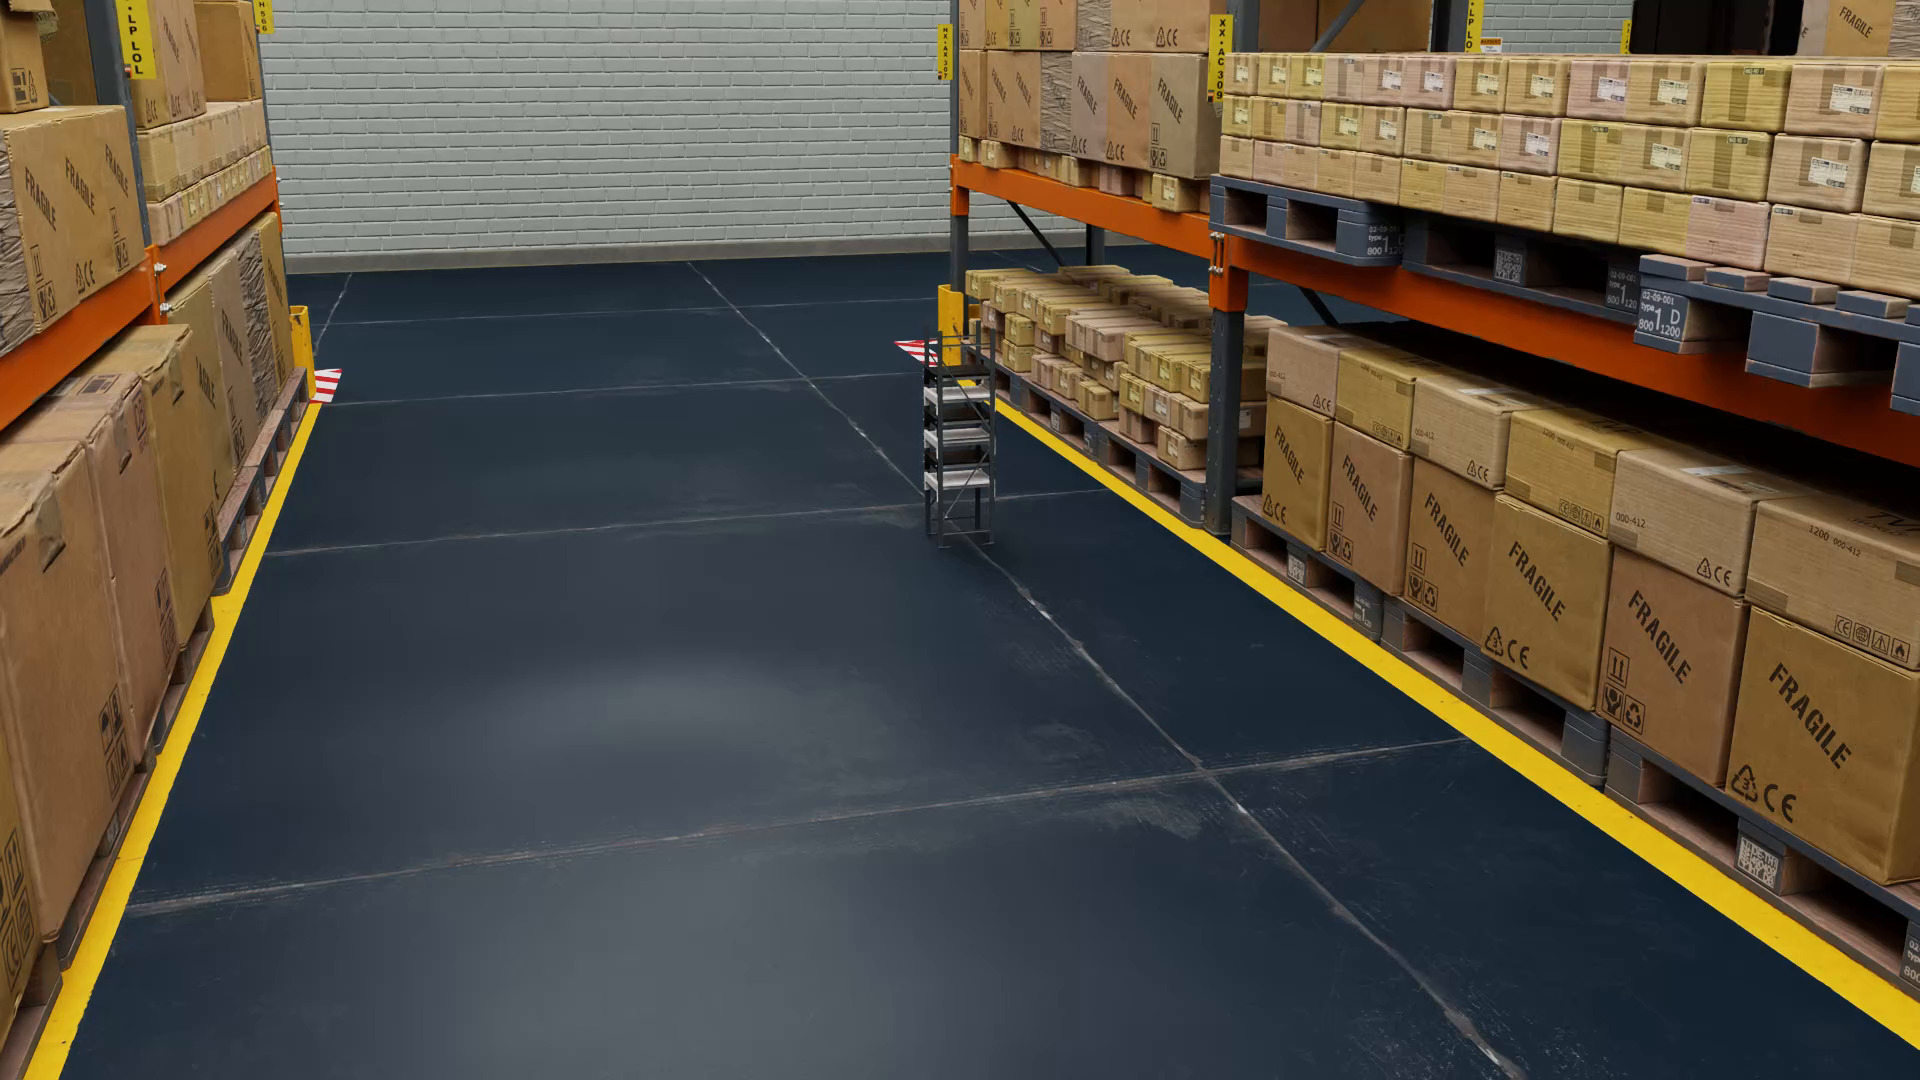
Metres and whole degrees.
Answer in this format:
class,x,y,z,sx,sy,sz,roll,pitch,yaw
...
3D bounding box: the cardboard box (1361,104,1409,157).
class,x,y,z,sx,sy,sz,roll,pitch,yaw
cardboard box,1.492,-1.290,5.224,0.380,0.149,0.250,-4,17,-13

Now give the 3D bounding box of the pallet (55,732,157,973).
class,x,y,z,sx,sy,sz,roll,pitch,yaw
pallet,-2.640,0.744,4.110,1.003,0.211,1.213,-5,17,-15

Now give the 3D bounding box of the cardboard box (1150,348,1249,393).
class,x,y,z,sx,sy,sz,roll,pitch,yaw
cardboard box,1.077,-0.768,7.485,0.380,0.149,0.250,-4,17,-15

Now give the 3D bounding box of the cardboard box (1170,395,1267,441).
class,x,y,z,sx,sy,sz,roll,pitch,yaw
cardboard box,1.141,-0.542,7.250,0.380,0.149,0.250,-4,17,-14

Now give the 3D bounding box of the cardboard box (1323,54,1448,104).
class,x,y,z,sx,sy,sz,roll,pitch,yaw
cardboard box,1.416,-1.505,5.421,0.380,0.149,0.250,-5,17,-16

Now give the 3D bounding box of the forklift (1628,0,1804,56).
class,x,y,z,sx,sy,sz,roll,pitch,yaw
forklift,3.510,-1.488,6.811,3.031,2.935,1.130,10,20,31

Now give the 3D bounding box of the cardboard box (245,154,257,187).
class,x,y,z,sx,sy,sz,roll,pitch,yaw
cardboard box,-3.739,-1.840,8.301,0.380,0.149,0.250,-4,17,-14

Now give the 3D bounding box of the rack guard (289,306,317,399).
class,x,y,z,sx,sy,sz,roll,pitch,yaw
rack guard,-4.369,-1.053,9.590,1.175,0.500,0.348,-5,17,-15

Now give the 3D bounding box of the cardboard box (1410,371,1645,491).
class,x,y,z,sx,sy,sz,roll,pitch,yaw
cardboard box,1.767,-0.351,5.218,0.500,0.250,0.500,-4,17,-13

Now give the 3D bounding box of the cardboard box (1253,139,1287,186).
class,x,y,z,sx,sy,sz,roll,pitch,yaw
cardboard box,1.282,-1.361,5.975,0.380,0.149,0.250,-4,17,-14

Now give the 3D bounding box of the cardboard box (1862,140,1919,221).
class,x,y,z,sx,sy,sz,roll,pitch,yaw
cardboard box,2.059,-0.719,3.322,0.380,0.149,0.250,-4,17,-14

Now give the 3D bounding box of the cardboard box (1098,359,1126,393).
class,x,y,z,sx,sy,sz,roll,pitch,yaw
cardboard box,0.901,-0.835,8.225,0.380,0.149,0.250,-4,17,-14

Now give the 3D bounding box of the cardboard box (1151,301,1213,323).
class,x,y,z,sx,sy,sz,roll,pitch,yaw
cardboard box,1.233,-1.168,8.819,0.380,0.149,0.250,-5,17,-15

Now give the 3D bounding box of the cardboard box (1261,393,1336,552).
class,x,y,z,sx,sy,sz,roll,pitch,yaw
cardboard box,1.482,-0.280,6.286,0.500,0.500,0.500,-4,17,-13

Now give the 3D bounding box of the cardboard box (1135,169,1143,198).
class,x,y,z,sx,sy,sz,roll,pitch,yaw
cardboard box,1.034,-1.660,7.700,0.380,0.149,0.250,-5,17,-17

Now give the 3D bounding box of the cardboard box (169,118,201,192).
class,x,y,z,sx,sy,sz,roll,pitch,yaw
cardboard box,-3.272,-1.497,6.464,0.500,0.250,0.500,-5,17,-16

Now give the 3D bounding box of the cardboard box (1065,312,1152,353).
class,x,y,z,sx,sy,sz,roll,pitch,yaw
cardboard box,0.757,-1.055,8.442,0.380,0.149,0.250,-5,18,-17

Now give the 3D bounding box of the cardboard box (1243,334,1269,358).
class,x,y,z,sx,sy,sz,roll,pitch,yaw
cardboard box,1.503,-0.881,7.862,0.380,0.149,0.250,-5,17,-16

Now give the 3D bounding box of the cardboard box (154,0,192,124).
class,x,y,z,sx,sy,sz,roll,pitch,yaw
cardboard box,-3.277,-1.857,6.359,0.500,0.500,0.500,-5,17,-15

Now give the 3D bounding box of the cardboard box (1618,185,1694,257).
class,x,y,z,sx,sy,sz,roll,pitch,yaw
cardboard box,1.853,-0.785,4.059,0.380,0.149,0.250,-5,17,-16

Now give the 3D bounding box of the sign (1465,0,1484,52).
class,x,y,z,sx,sy,sz,roll,pitch,yaw
sign,2.066,-2.101,6.720,0.100,0.325,0.005,-5,17,-15

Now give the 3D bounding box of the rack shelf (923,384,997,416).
class,x,y,z,sx,sy,sz,roll,pitch,yaw
rack shelf,-0.002,-0.574,6.788,0.258,0.077,0.200,-5,17,-15

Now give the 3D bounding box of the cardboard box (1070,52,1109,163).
class,x,y,z,sx,sy,sz,roll,pitch,yaw
cardboard box,0.852,-2.085,7.988,0.500,0.500,0.500,-5,17,-16

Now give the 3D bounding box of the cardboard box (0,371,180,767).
class,x,y,z,sx,sy,sz,roll,pitch,yaw
cardboard box,-2.822,0.102,4.363,1.225,0.875,0.875,-5,18,-17

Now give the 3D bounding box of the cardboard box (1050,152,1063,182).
class,x,y,z,sx,sy,sz,roll,pitch,yaw
cardboard box,0.686,-1.945,8.649,0.380,0.149,0.250,-4,17,-13

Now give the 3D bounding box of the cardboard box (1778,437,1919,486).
class,x,y,z,sx,sy,sz,roll,pitch,yaw
cardboard box,2.537,-0.108,4.411,0.500,0.250,0.500,-5,17,-16

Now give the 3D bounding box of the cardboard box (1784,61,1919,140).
class,x,y,z,sx,sy,sz,roll,pitch,yaw
cardboard box,1.991,-0.930,3.506,0.380,0.149,0.250,-5,17,-16

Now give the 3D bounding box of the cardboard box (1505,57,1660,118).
class,x,y,z,sx,sy,sz,roll,pitch,yaw
cardboard box,1.704,-1.218,4.466,0.380,0.149,0.250,-4,17,-13

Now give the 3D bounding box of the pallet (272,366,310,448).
class,x,y,z,sx,sy,sz,roll,pitch,yaw
pallet,-4.067,-0.693,8.894,1.003,0.211,1.213,-5,17,-15

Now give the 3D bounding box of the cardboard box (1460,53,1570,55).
class,x,y,z,sx,sy,sz,roll,pitch,yaw
cardboard box,1.976,-1.626,5.823,0.380,0.149,0.250,-5,18,-17

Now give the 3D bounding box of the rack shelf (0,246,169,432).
class,x,y,z,sx,sy,sz,roll,pitch,yaw
rack shelf,-2.713,-0.240,3.787,1.077,0.370,4.000,-5,17,-15

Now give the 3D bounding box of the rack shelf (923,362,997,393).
class,x,y,z,sx,sy,sz,roll,pitch,yaw
rack shelf,-0.002,-0.660,6.762,0.258,0.077,0.200,-5,17,-15

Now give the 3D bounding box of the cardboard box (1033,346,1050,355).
class,x,y,z,sx,sy,sz,roll,pitch,yaw
cardboard box,0.623,-0.997,9.283,0.380,0.149,0.250,-5,17,-15

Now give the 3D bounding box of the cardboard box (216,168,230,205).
class,x,y,z,sx,sy,sz,roll,pitch,yaw
cardboard box,-3.454,-1.556,7.356,0.380,0.149,0.250,-5,17,-17

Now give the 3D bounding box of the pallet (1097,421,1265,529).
class,x,y,z,sx,sy,sz,roll,pitch,yaw
pallet,1.315,-0.349,7.747,1.003,0.211,1.213,-5,17,-15

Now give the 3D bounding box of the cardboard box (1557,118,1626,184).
class,x,y,z,sx,sy,sz,roll,pitch,yaw
cardboard box,1.775,-1.004,4.269,0.380,0.149,0.250,-5,17,-16

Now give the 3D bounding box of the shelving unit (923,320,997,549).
class,x,y,z,sx,sy,sz,roll,pitch,yaw
shelving unit,-0.002,-0.433,6.830,0.258,0.900,0.210,-5,17,-15

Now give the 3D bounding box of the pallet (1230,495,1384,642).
class,x,y,z,sx,sy,sz,roll,pitch,yaw
pallet,1.749,0.049,6.422,1.003,0.211,1.213,-5,17,-15

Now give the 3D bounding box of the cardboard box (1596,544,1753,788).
class,x,y,z,sx,sy,sz,roll,pitch,yaw
cardboard box,2.062,0.296,4.369,0.500,0.500,0.500,-4,17,-13

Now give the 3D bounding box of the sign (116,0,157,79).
class,x,y,z,sx,sy,sz,roll,pitch,yaw
sign,-2.744,-1.700,5.521,0.100,0.325,0.005,-5,17,-15

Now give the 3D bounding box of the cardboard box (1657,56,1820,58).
class,x,y,z,sx,sy,sz,roll,pitch,yaw
cardboard box,2.265,-1.337,4.861,0.380,0.149,0.250,-5,17,-16

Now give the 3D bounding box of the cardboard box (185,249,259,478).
class,x,y,z,sx,sy,sz,roll,pitch,yaw
cardboard box,-3.615,-0.759,7.228,0.875,0.875,0.875,-5,17,-15

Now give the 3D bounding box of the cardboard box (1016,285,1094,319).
class,x,y,z,sx,sy,sz,roll,pitch,yaw
cardboard box,0.537,-1.348,9.418,0.380,0.149,0.250,-6,18,-18

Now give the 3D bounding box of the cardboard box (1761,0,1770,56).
class,x,y,z,sx,sy,sz,roll,pitch,yaw
cardboard box,5.173,-3.256,10.667,0.500,0.500,0.500,-5,17,-17

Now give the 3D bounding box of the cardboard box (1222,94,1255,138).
class,x,y,z,sx,sy,sz,roll,pitch,yaw
cardboard box,1.200,-1.580,6.186,0.380,0.149,0.250,-4,17,-14

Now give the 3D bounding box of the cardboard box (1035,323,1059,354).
class,x,y,z,sx,sy,sz,roll,pitch,yaw
cardboard box,0.635,-1.135,9.224,0.380,0.149,0.250,-6,18,-18

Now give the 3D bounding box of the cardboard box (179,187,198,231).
class,x,y,z,sx,sy,sz,roll,pitch,yaw
cardboard box,-3.170,-1.271,6.405,0.380,0.149,0.250,-4,17,-13

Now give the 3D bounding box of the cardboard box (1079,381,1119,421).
class,x,y,z,sx,sy,sz,roll,pitch,yaw
cardboard box,0.814,-0.705,8.311,0.380,0.149,0.250,-5,17,-15

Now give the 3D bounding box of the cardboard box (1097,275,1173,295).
class,x,y,z,sx,sy,sz,roll,pitch,yaw
cardboard box,1.031,-1.467,9.812,0.380,0.149,0.250,-5,17,-16

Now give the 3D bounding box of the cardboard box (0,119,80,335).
class,x,y,z,sx,sy,sz,roll,pitch,yaw
cardboard box,-2.592,-0.796,4.215,0.500,0.500,0.500,-5,17,-16

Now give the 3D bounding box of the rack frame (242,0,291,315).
class,x,y,z,sx,sy,sz,roll,pitch,yaw
rack frame,-4.362,-2.244,9.208,1.000,3.000,0.127,-5,17,-15

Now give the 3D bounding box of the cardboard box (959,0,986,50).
class,x,y,z,sx,sy,sz,roll,pitch,yaw
cardboard box,0.303,-3.132,9.736,0.500,0.500,0.500,-5,17,-16

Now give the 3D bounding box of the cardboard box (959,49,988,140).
class,x,y,z,sx,sy,sz,roll,pitch,yaw
cardboard box,0.292,-2.652,9.877,0.500,0.500,0.500,-4,17,-13

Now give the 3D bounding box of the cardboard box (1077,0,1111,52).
class,x,y,z,sx,sy,sz,roll,pitch,yaw
cardboard box,0.870,-2.565,7.847,0.500,0.500,0.500,-4,17,-14

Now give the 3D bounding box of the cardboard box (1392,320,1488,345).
class,x,y,z,sx,sy,sz,roll,pitch,yaw
cardboard box,1.982,-0.679,6.309,0.500,0.250,0.500,-5,17,-17

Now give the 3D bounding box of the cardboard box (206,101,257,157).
class,x,y,z,sx,sy,sz,roll,pitch,yaw
cardboard box,-3.835,-2.061,8.343,0.500,0.250,0.500,-5,17,-16

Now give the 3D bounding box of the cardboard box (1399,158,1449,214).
class,x,y,z,sx,sy,sz,roll,pitch,yaw
cardboard box,1.564,-1.076,5.028,0.380,0.149,0.250,-5,17,-16

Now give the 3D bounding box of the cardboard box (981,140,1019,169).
class,x,y,z,sx,sy,sz,roll,pitch,yaw
cardboard box,0.341,-2.226,9.587,0.380,0.149,0.250,-5,17,-17
